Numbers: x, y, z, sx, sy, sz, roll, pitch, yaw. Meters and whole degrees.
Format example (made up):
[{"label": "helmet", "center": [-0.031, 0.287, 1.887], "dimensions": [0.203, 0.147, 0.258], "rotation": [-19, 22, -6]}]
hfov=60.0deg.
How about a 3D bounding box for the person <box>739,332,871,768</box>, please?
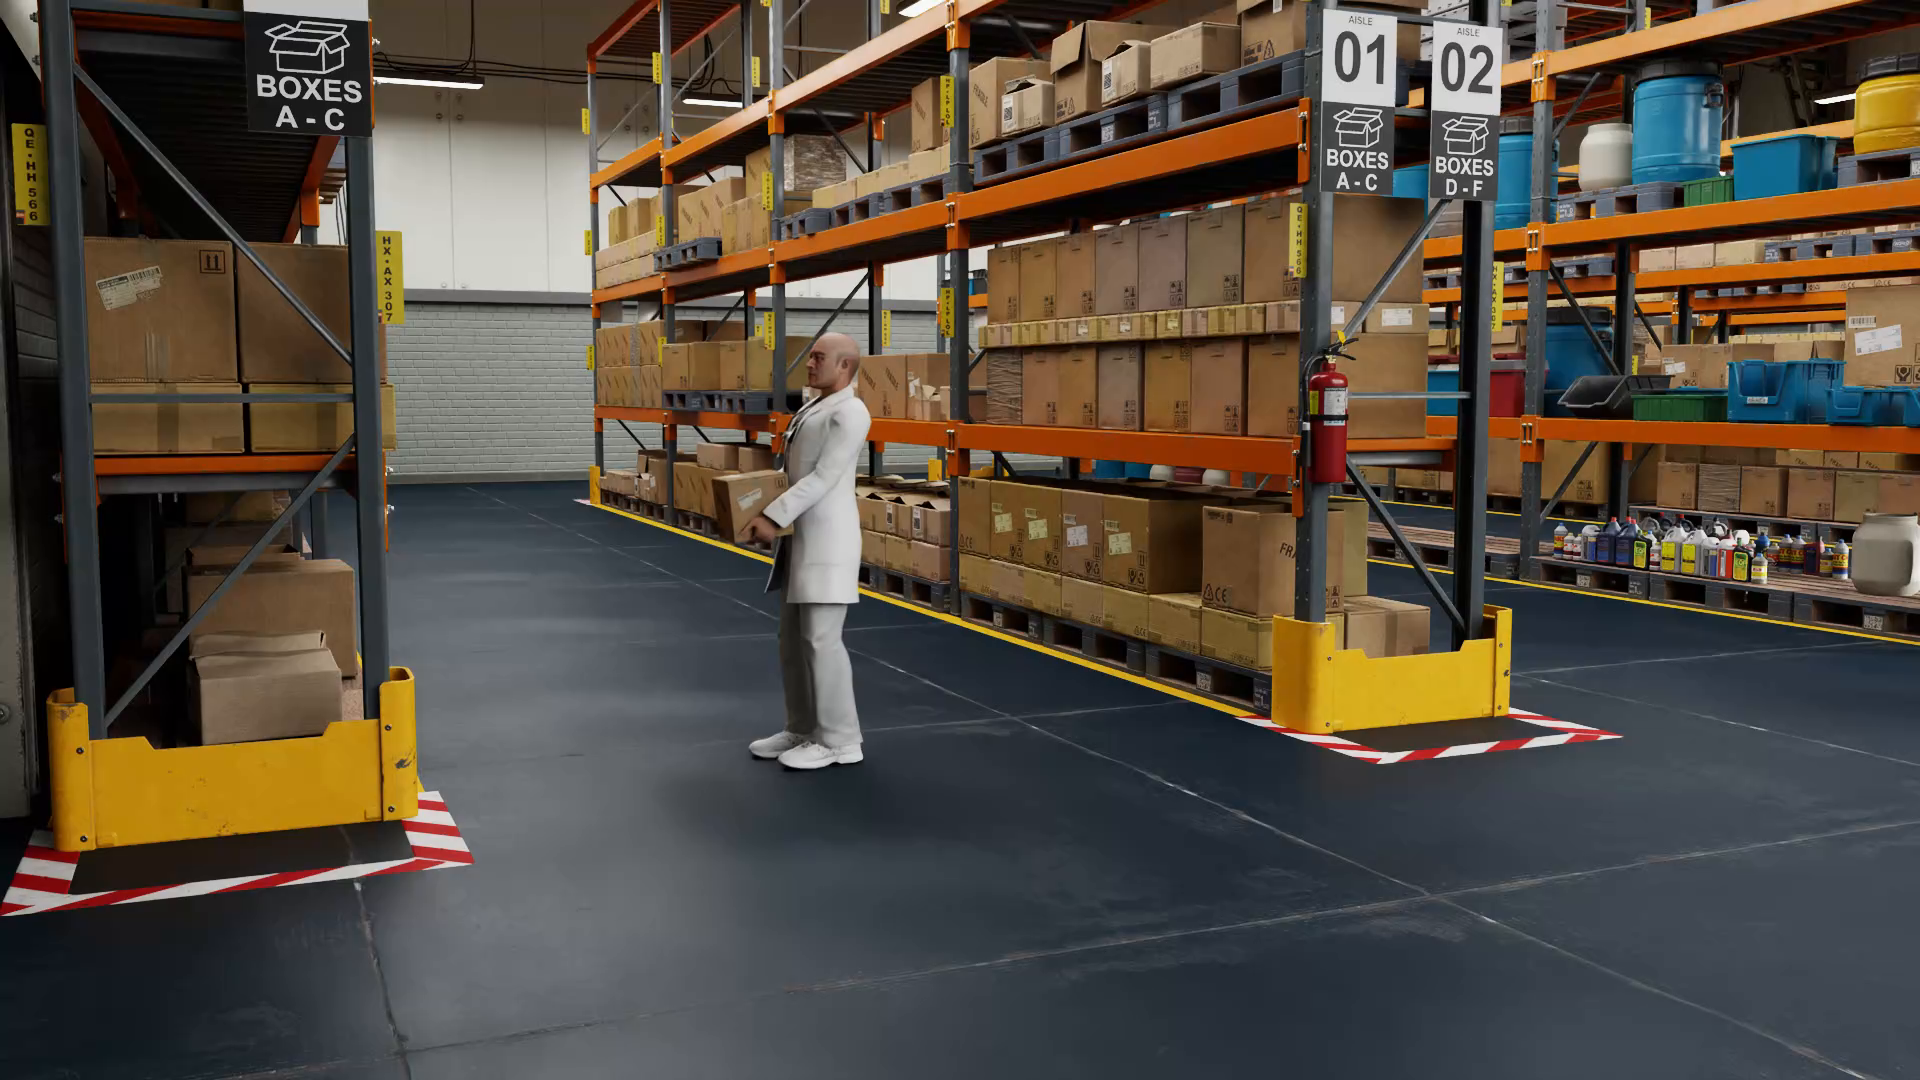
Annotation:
[{"label": "person", "center": [-0.669, 0.036, 6.834], "dimensions": [0.554, 1.771, 0.529], "rotation": [-2, 6, -23]}]
